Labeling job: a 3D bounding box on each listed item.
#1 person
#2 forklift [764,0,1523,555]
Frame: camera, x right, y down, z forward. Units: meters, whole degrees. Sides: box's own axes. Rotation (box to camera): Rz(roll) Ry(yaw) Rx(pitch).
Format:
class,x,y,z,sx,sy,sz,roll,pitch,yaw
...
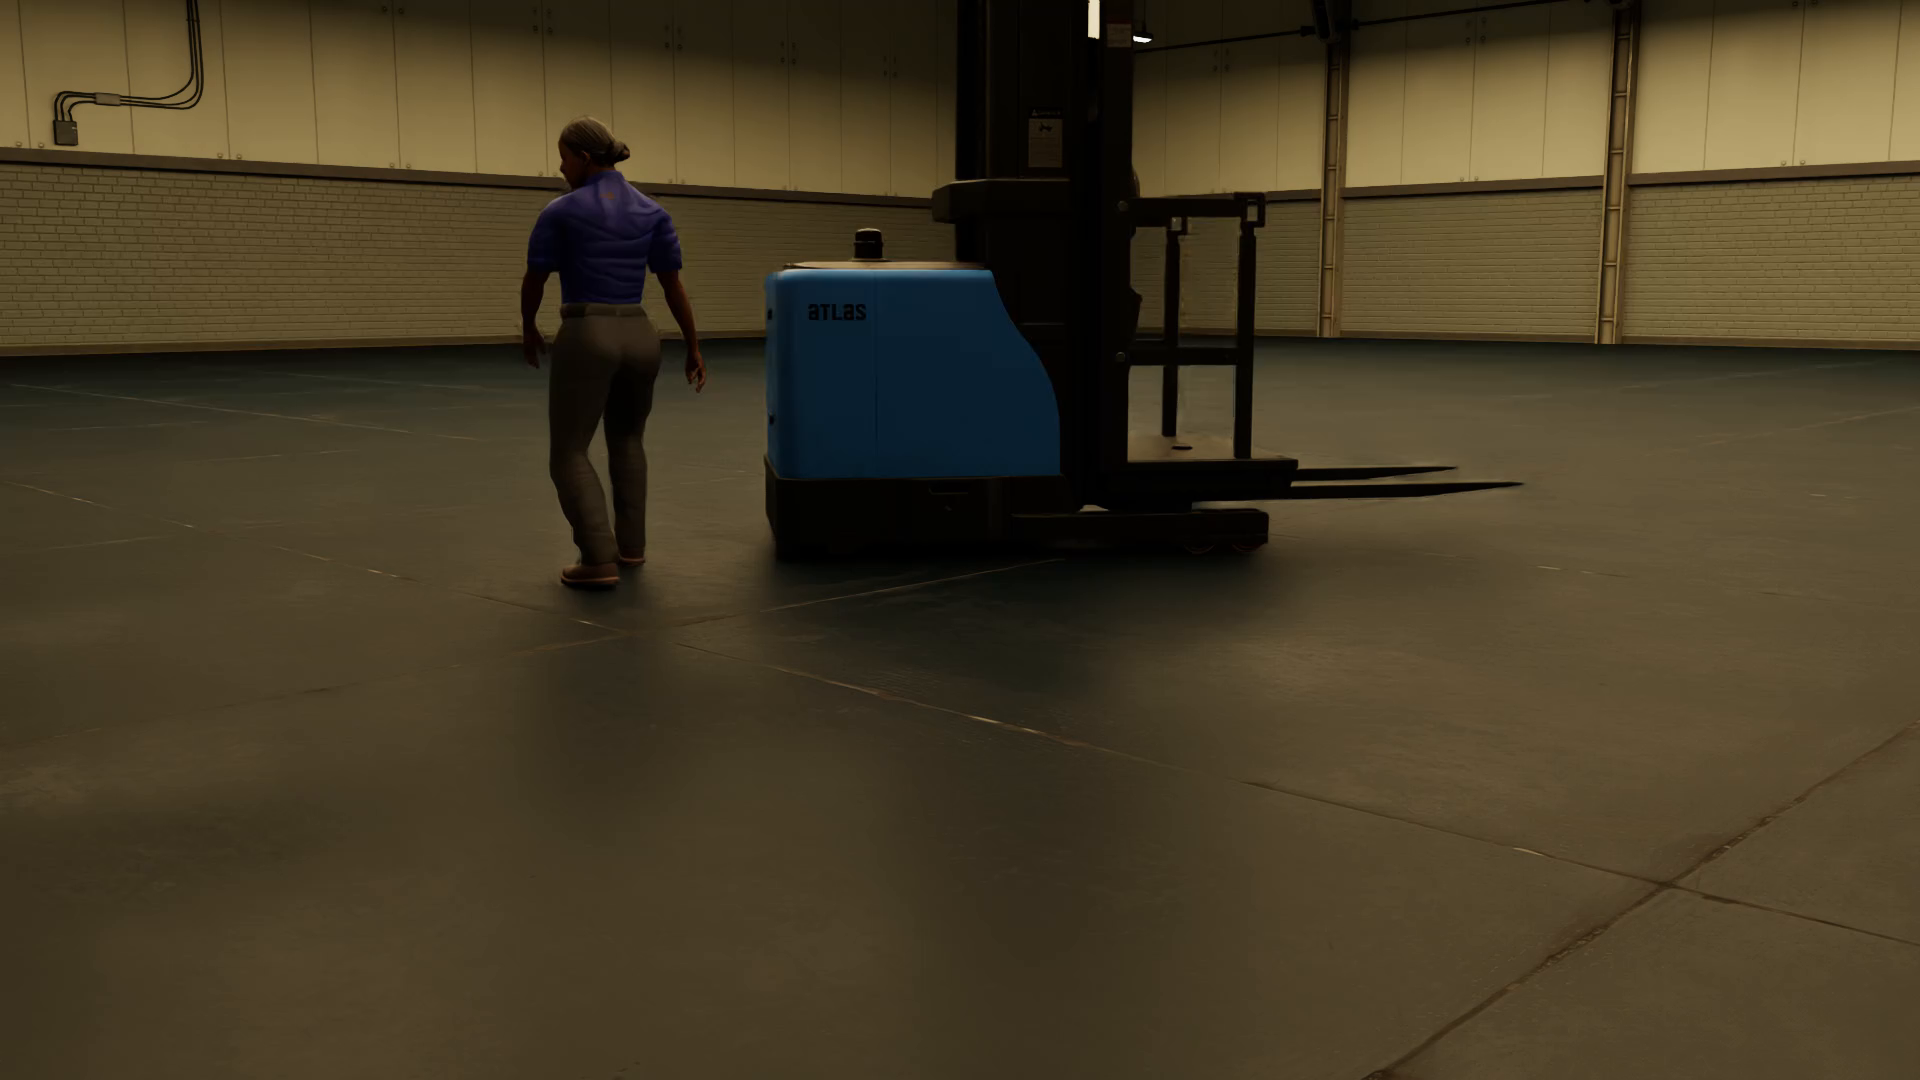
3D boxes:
class,x,y,z,sx,sy,sz,roll,pitch,yaw
person,-1.220,-0.676,5.878,0.605,1.594,0.674,-7,11,-40
forklift,0.741,-1.472,6.651,3.031,2.935,1.130,-1,9,-9
